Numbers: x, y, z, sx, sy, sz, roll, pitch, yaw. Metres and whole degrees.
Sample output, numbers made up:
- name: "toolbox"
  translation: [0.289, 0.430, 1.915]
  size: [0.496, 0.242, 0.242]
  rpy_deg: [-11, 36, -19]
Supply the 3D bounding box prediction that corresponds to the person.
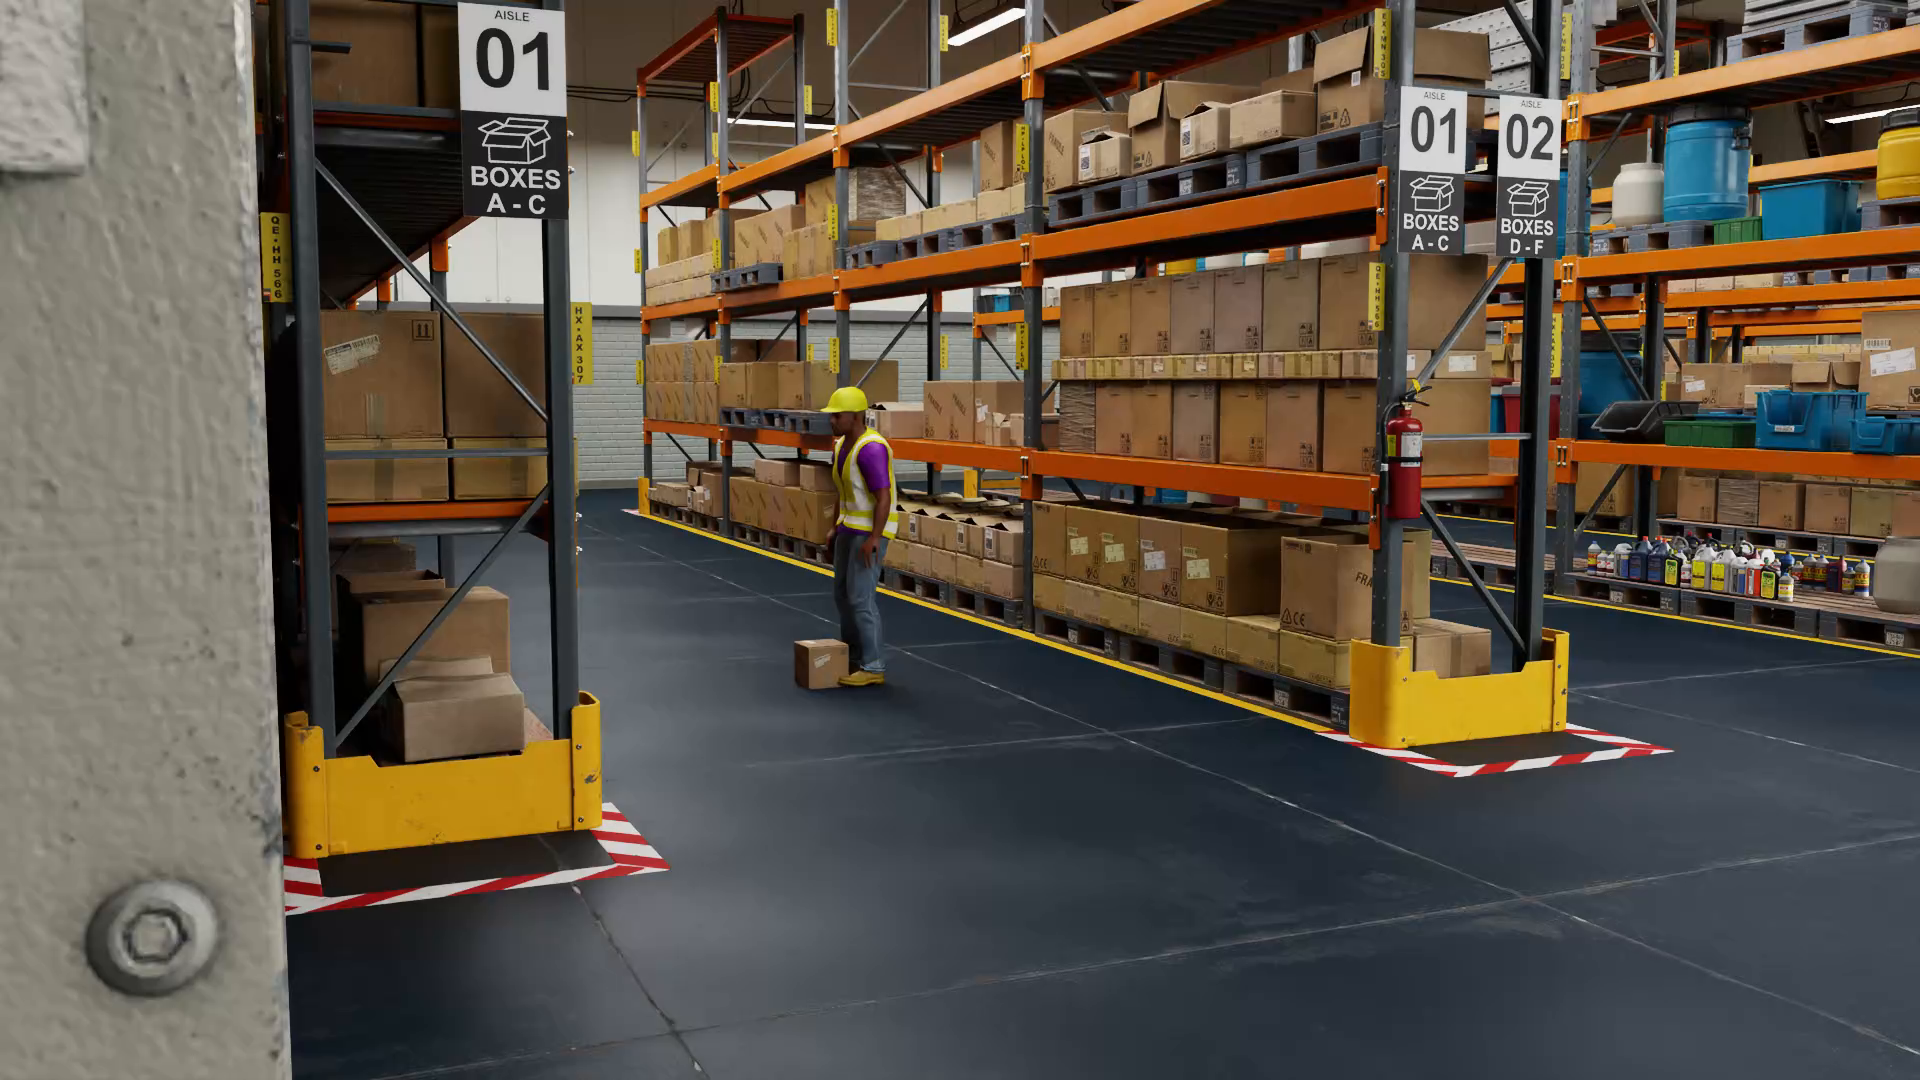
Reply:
- name: "person"
  translation: [-0.614, -0.026, 9.867]
  size: [0.454, 1.761, 0.636]
  rpy_deg: [-3, 6, -27]
